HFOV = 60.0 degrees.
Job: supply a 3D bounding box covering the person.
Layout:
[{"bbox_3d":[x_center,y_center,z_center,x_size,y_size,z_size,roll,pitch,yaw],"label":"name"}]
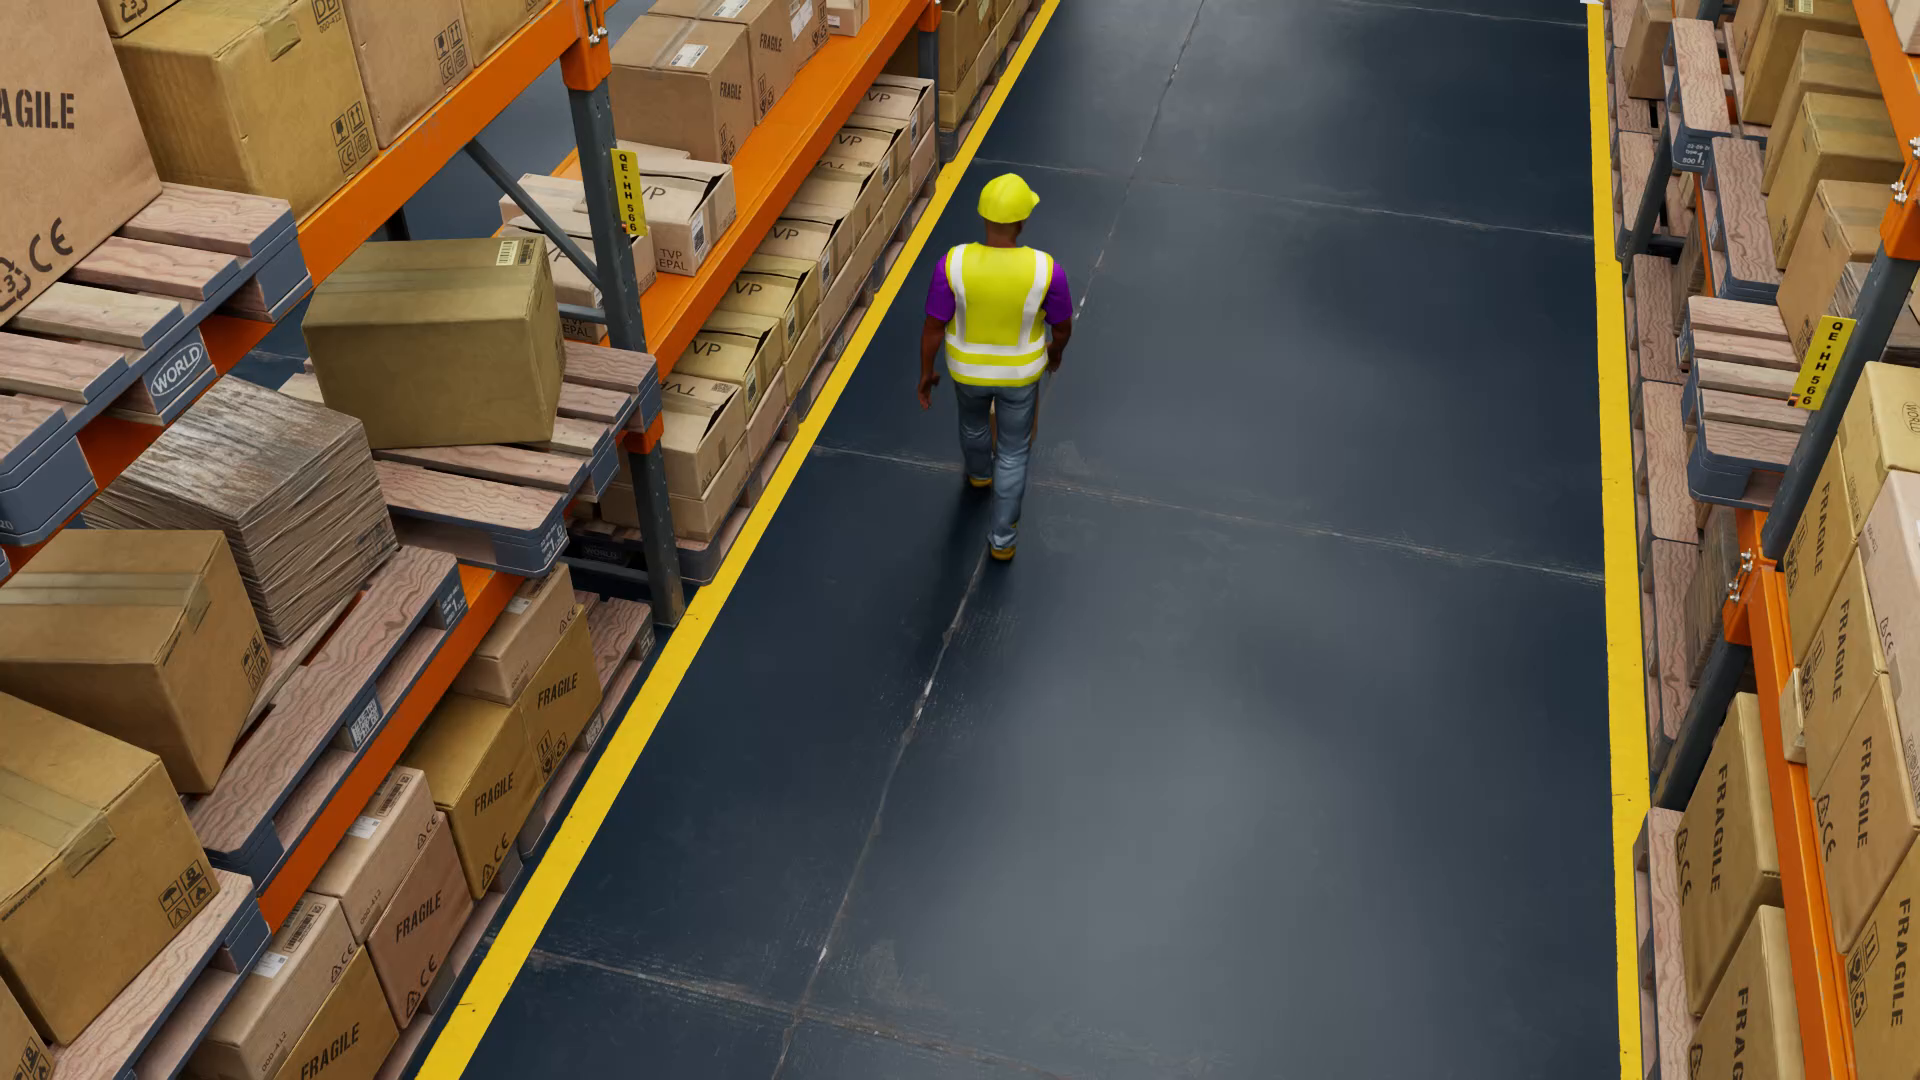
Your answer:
[{"bbox_3d":[0.168,-0.806,7.060,0.624,1.753,0.793,6,41,7],"label":"person"}]
